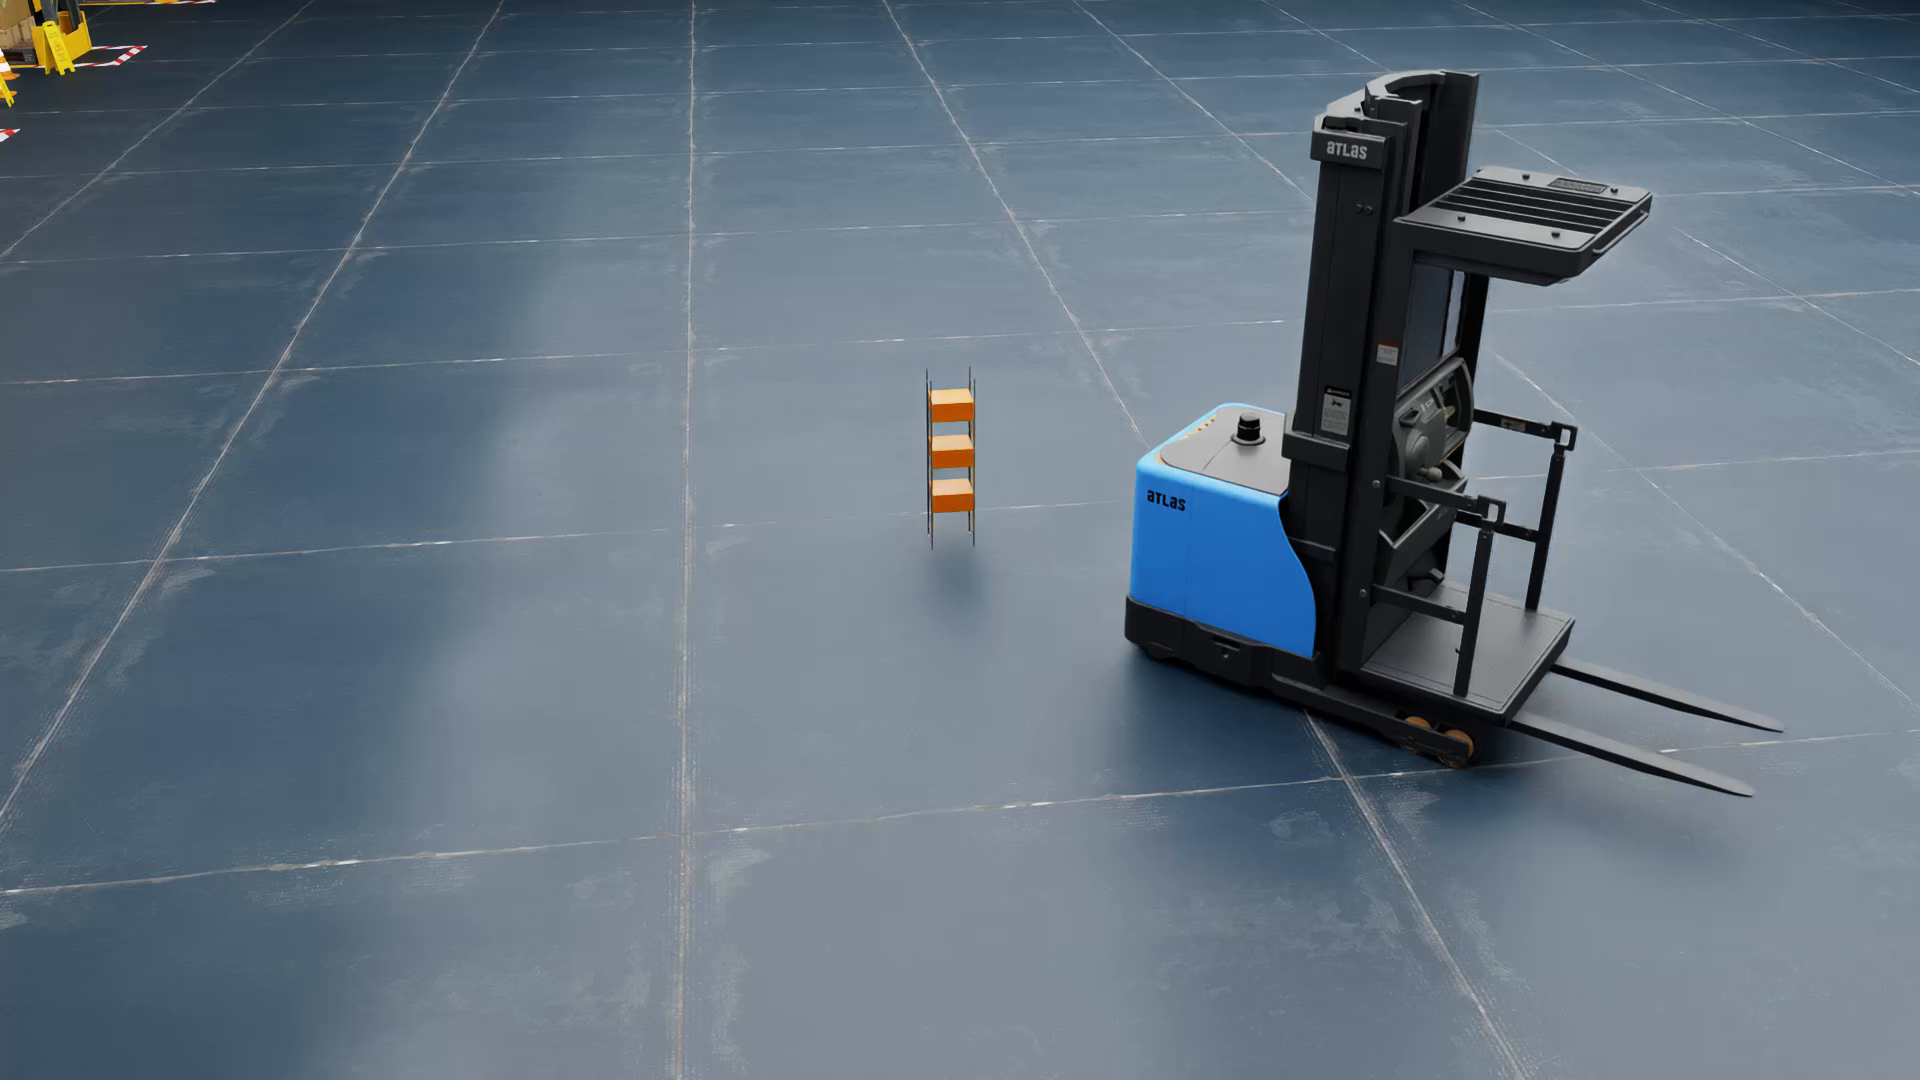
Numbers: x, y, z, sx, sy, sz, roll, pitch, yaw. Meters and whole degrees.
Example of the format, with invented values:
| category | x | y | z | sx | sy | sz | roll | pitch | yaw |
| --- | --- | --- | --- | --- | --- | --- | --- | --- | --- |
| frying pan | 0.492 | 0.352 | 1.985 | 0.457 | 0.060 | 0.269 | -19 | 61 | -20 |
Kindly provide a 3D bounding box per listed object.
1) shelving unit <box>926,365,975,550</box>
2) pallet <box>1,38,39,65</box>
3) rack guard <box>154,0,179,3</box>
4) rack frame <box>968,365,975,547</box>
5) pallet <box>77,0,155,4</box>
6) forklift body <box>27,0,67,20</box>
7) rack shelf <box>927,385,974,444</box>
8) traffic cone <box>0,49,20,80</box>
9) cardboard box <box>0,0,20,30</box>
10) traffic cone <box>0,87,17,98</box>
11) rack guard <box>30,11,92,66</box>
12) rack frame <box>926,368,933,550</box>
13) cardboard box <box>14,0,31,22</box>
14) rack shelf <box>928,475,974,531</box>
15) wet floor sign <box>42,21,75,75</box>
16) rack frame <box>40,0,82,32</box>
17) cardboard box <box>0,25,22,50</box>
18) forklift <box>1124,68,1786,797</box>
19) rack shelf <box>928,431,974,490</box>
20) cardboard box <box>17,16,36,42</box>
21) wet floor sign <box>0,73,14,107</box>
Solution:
| category | x | y | z | sx | sy | sz | roll | pitch | yaw |
| --- | --- | --- | --- | --- | --- | --- | --- | --- | --- |
| shelving unit | -0.053 | -0.464 | 9.504 | 0.252 | 1.050 | 0.215 | -4 | 27 | -7 |
| pallet | -12.883 | -6.583 | 22.348 | 1.213 | 0.211 | 1.003 | -4 | 27 | -7 |
| rack guard | -12.670 | -8.997 | 26.737 | 0.348 | 0.500 | 1.175 | -4 | 27 | -7 |
| rack frame | 0.068 | -0.471 | 9.519 | 0.008 | 1.050 | 0.200 | -4 | 27 | -7 |
| pallet | -13.445 | -8.800 | 26.668 | 1.213 | 0.211 | 1.003 | -4 | 27 | -7 |
| forklift body | -14.317 | -8.785 | 24.515 | 1.214 | 2.155 | 2.313 | -4 | 27 | -7 |
| rack shelf | -0.053 | -0.707 | 9.379 | 0.240 | 0.259 | 0.215 | -4 | 27 | -7 |
| traffic cone | -12.244 | -6.125 | 21.180 | 0.334 | 0.463 | 0.336 | -4 | 27 | -7 |
| cardboard box | -12.755 | -6.992 | 21.822 | 0.500 | 0.500 | 0.500 | -4 | 27 | -7 |
| traffic cone | -11.753 | -5.645 | 20.244 | 0.334 | 0.463 | 0.336 | -4 | 27 | -7 |
| rack guard | -12.073 | -6.747 | 22.352 | 0.348 | 0.500 | 1.175 | -4 | 27 | -7 |
| rack frame | -0.174 | -0.456 | 9.489 | 0.008 | 1.050 | 0.200 | -4 | 27 | -7 |
| cardboard box | -12.859 | -7.233 | 22.292 | 0.500 | 0.500 | 0.500 | -5 | 28 | -9 |
| rack shelf | -0.053 | -0.207 | 9.635 | 0.240 | 0.259 | 0.215 | -4 | 27 | -7 |
| wet floor sign | -11.661 | -6.345 | 21.409 | 0.232 | 0.644 | 0.267 | 6 | 28 | 11 |
| rack frame | -11.998 | -7.864 | 21.791 | 0.127 | 3.000 | 1.000 | -4 | 27 | -7 |
| cardboard box | -12.785 | -6.653 | 21.982 | 0.500 | 0.250 | 0.500 | -4 | 27 | -7 |
| forklift | 2.350 | -0.531 | 7.573 | 3.031 | 2.935 | 1.130 | 18 | 32 | 31 |
| rack shelf | -0.053 | -0.454 | 9.509 | 0.240 | 0.259 | 0.215 | -4 | 27 | -7 |
| cardboard box | -12.836 | -6.901 | 22.466 | 0.500 | 0.250 | 0.500 | -4 | 27 | -8 |
| wet floor sign | -11.456 | -5.482 | 19.728 | 0.232 | 0.644 | 0.267 | -8 | 28 | -16 |
